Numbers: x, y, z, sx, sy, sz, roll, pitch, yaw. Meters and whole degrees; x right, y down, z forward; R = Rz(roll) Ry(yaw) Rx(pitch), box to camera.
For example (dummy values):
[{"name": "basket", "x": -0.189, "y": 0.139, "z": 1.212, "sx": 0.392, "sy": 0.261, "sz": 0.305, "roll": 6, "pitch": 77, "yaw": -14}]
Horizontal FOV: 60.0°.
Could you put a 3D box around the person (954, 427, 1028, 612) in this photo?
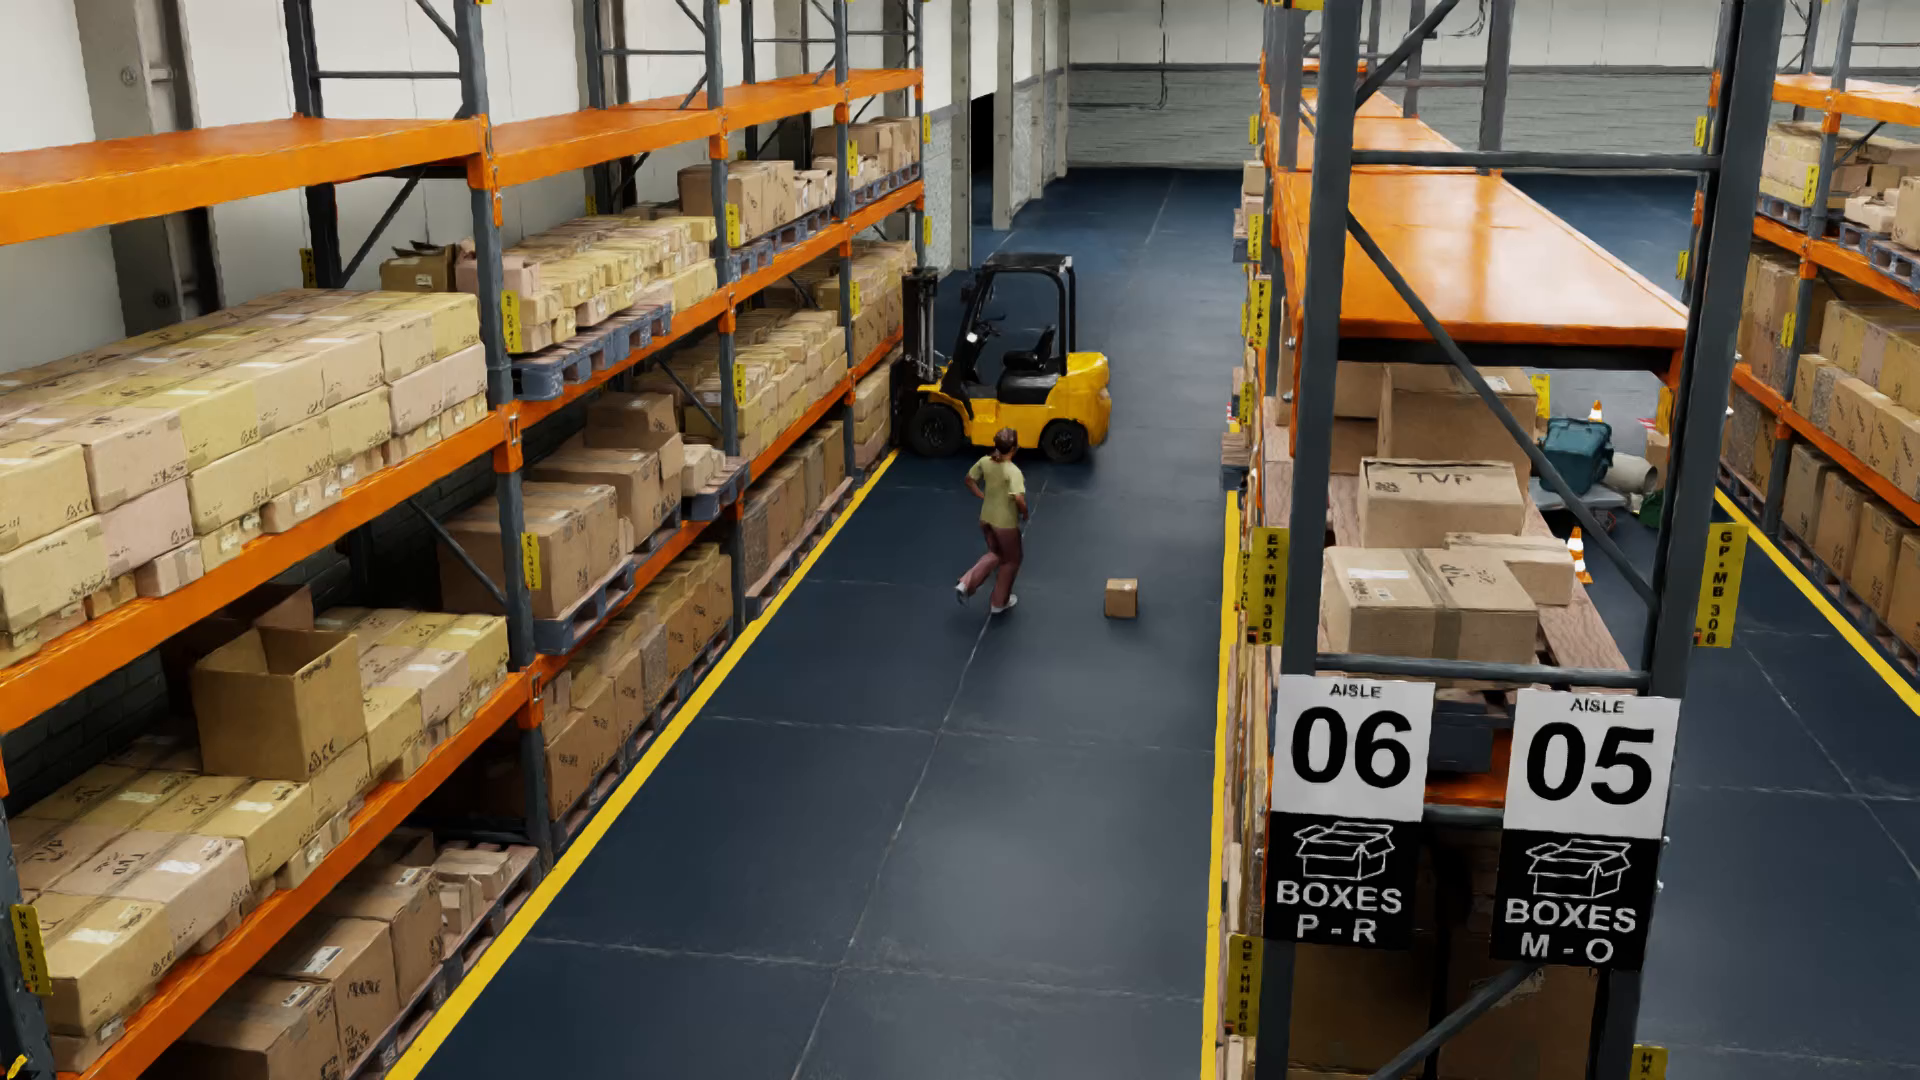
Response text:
[{"name": "person", "x": 0.338, "y": -0.133, "z": 13.523, "sx": 0.652, "sy": 1.623, "sz": 0.610, "roll": -15, "pitch": 23, "yaw": -38}]
